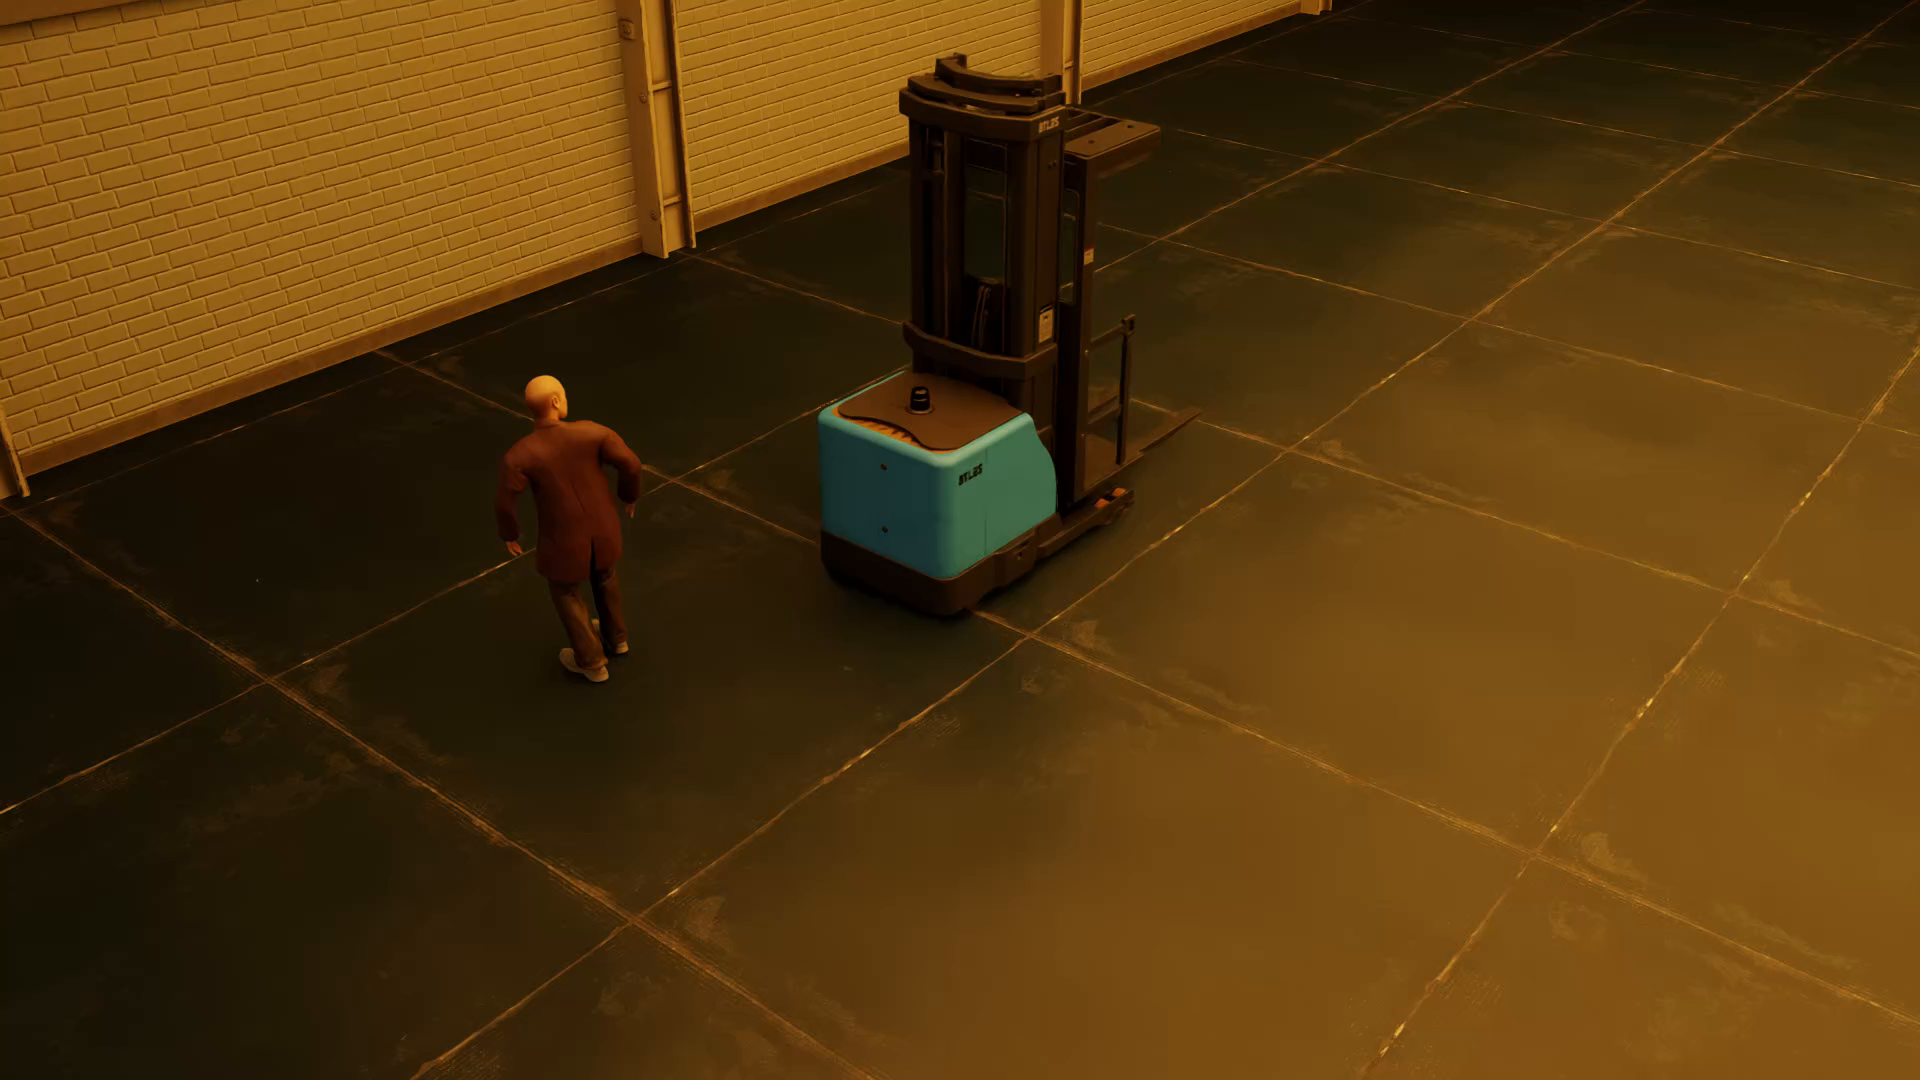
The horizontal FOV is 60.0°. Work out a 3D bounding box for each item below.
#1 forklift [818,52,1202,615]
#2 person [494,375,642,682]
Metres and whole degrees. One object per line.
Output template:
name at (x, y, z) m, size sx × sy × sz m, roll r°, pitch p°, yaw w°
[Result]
forklift at (0.478, -1.504, 10.169) m, size 1.130 × 2.935 × 3.031 m, roll 22°, pitch 37°, yaw 33°
person at (-2.105, -0.088, 8.913) m, size 0.799 × 1.759 × 0.558 m, roll -19°, pitch 35°, yaw -29°
